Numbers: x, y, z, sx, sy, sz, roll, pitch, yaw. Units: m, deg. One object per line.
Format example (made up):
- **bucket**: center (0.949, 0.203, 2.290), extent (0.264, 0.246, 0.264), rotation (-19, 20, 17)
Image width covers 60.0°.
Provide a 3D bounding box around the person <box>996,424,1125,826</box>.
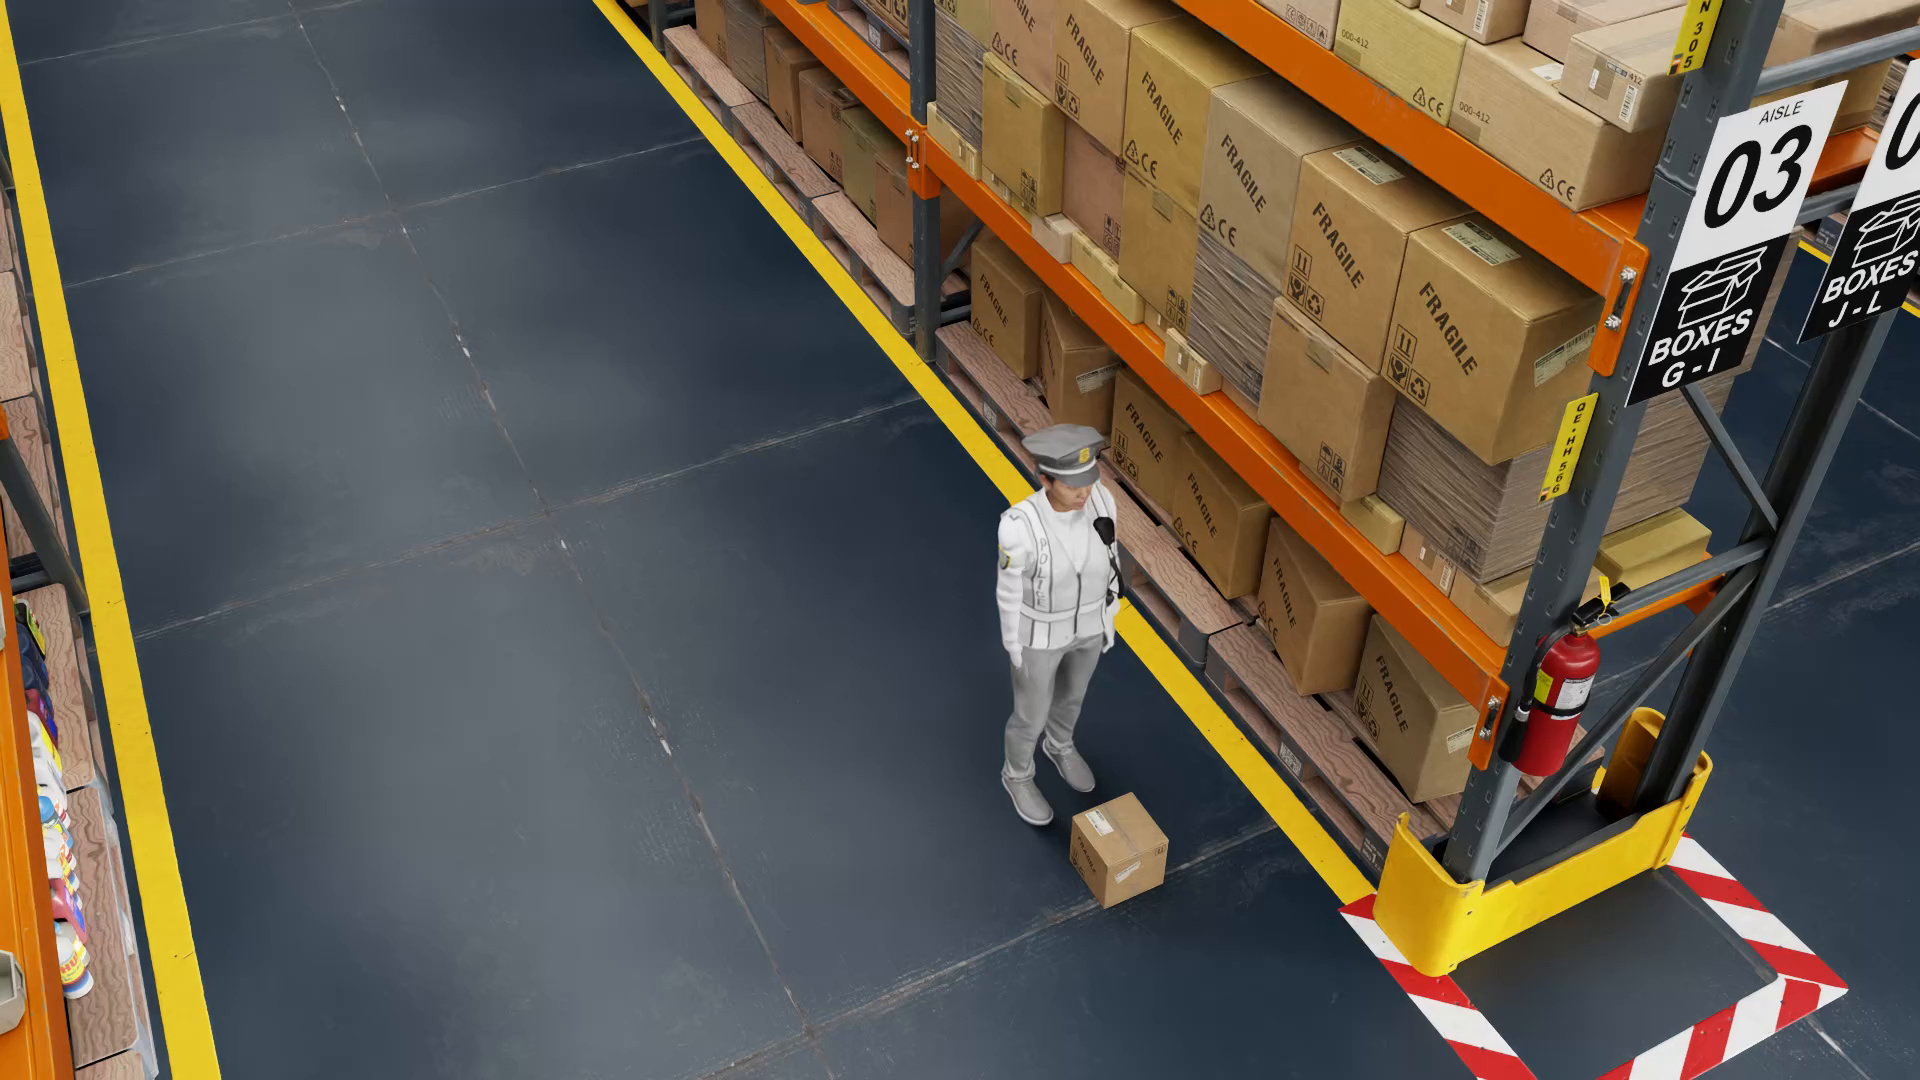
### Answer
- **person**: center (0.350, 0.308, 5.810), extent (0.465, 1.700, 0.359), rotation (-19, 45, -20)
